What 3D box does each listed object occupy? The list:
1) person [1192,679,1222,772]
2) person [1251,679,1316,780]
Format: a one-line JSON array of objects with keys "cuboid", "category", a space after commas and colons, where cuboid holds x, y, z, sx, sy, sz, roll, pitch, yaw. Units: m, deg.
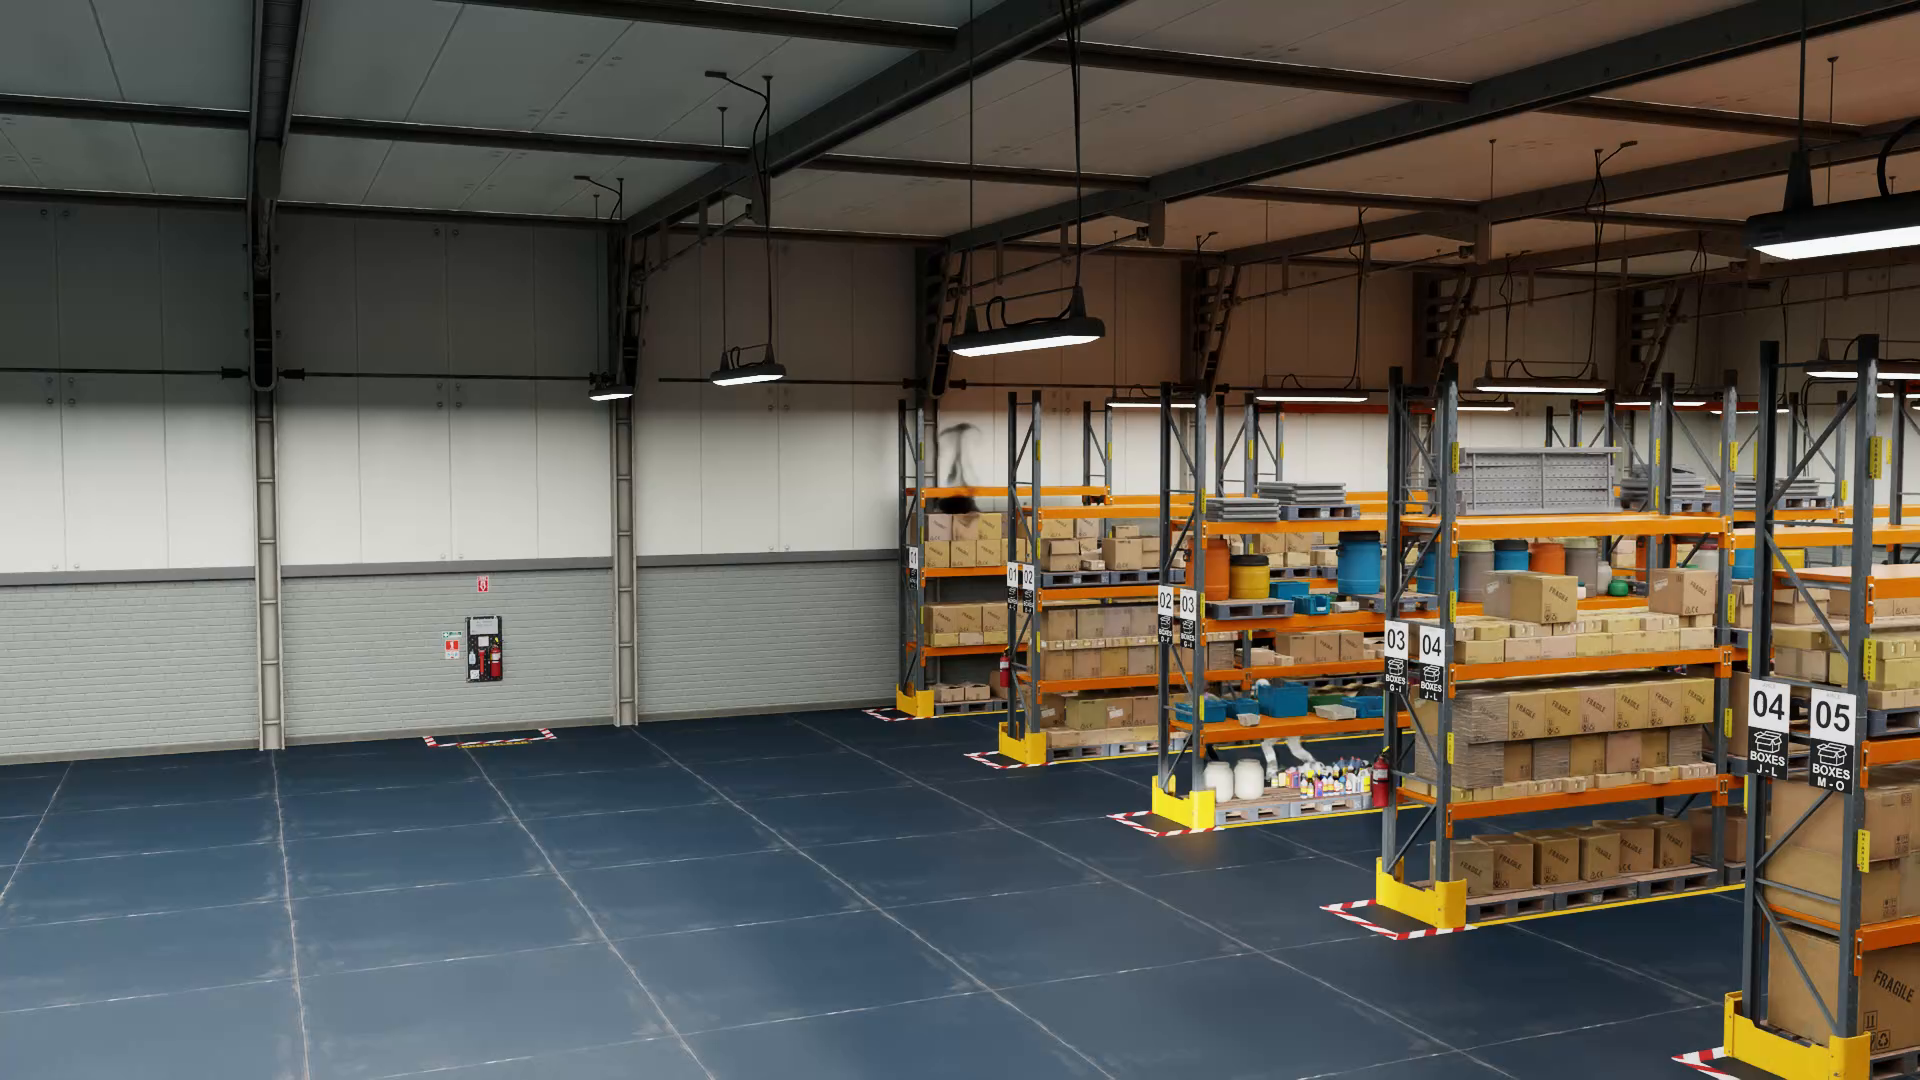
[{"cuboid": [3.734, 2.885, 25.180, 0.813, 1.589, 0.545, -2, 4, -29], "category": "person"}, {"cuboid": [4.962, 2.883, 25.313, 1.112, 1.576, 0.682, 0, 3, -5], "category": "person"}]
